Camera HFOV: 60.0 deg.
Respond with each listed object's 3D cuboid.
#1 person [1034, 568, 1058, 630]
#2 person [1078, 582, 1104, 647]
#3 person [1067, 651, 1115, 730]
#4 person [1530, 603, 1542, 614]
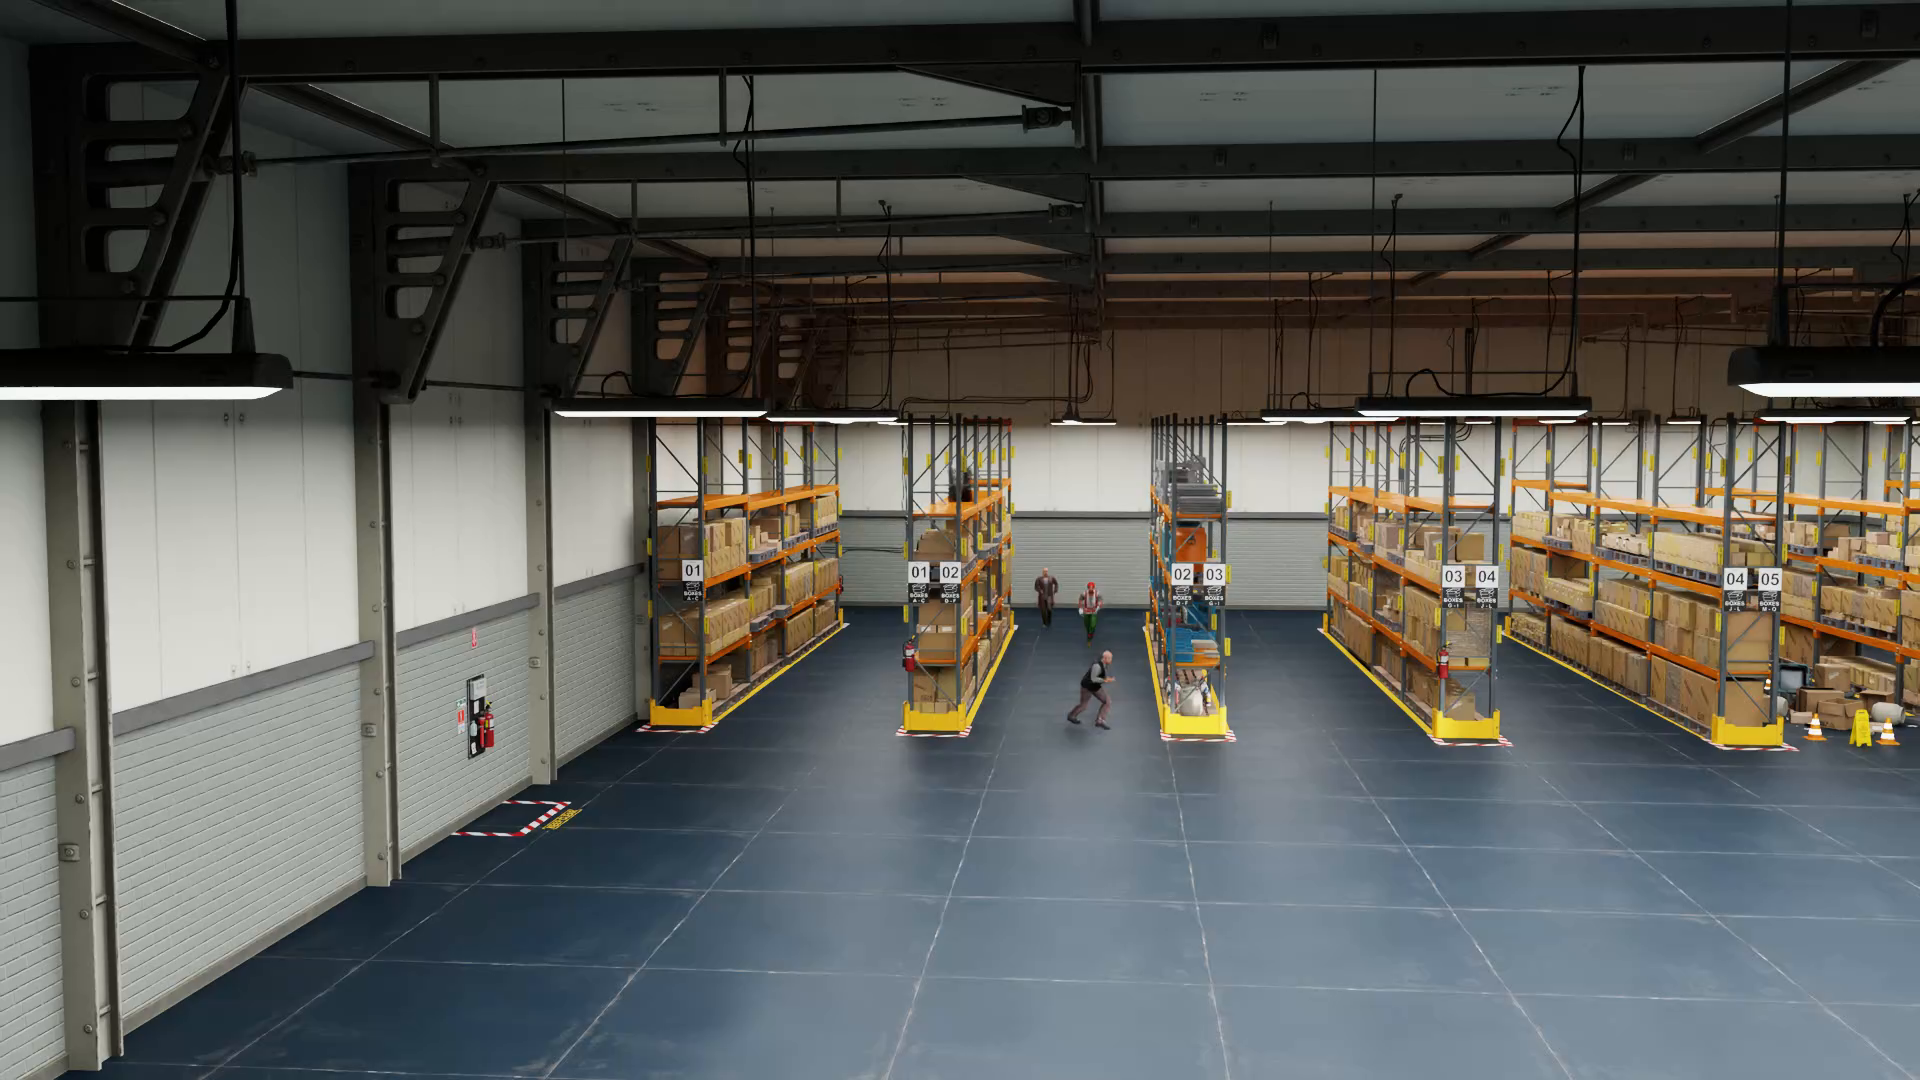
[{"bbox_3d":[2.441,1.669,47.186,0.674,1.780,0.847,0,4,5],"label":"person"},{"bbox_3d":[3.451,1.940,43.819,0.655,1.720,0.841,0,4,1],"label":"person"},{"bbox_3d":[2.462,2.823,31.510,1.135,1.513,0.635,3,5,37],"label":"person"},{"bbox_3d":[16.561,1.656,47.314,0.740,1.770,0.686,0,4,-2],"label":"person"}]
